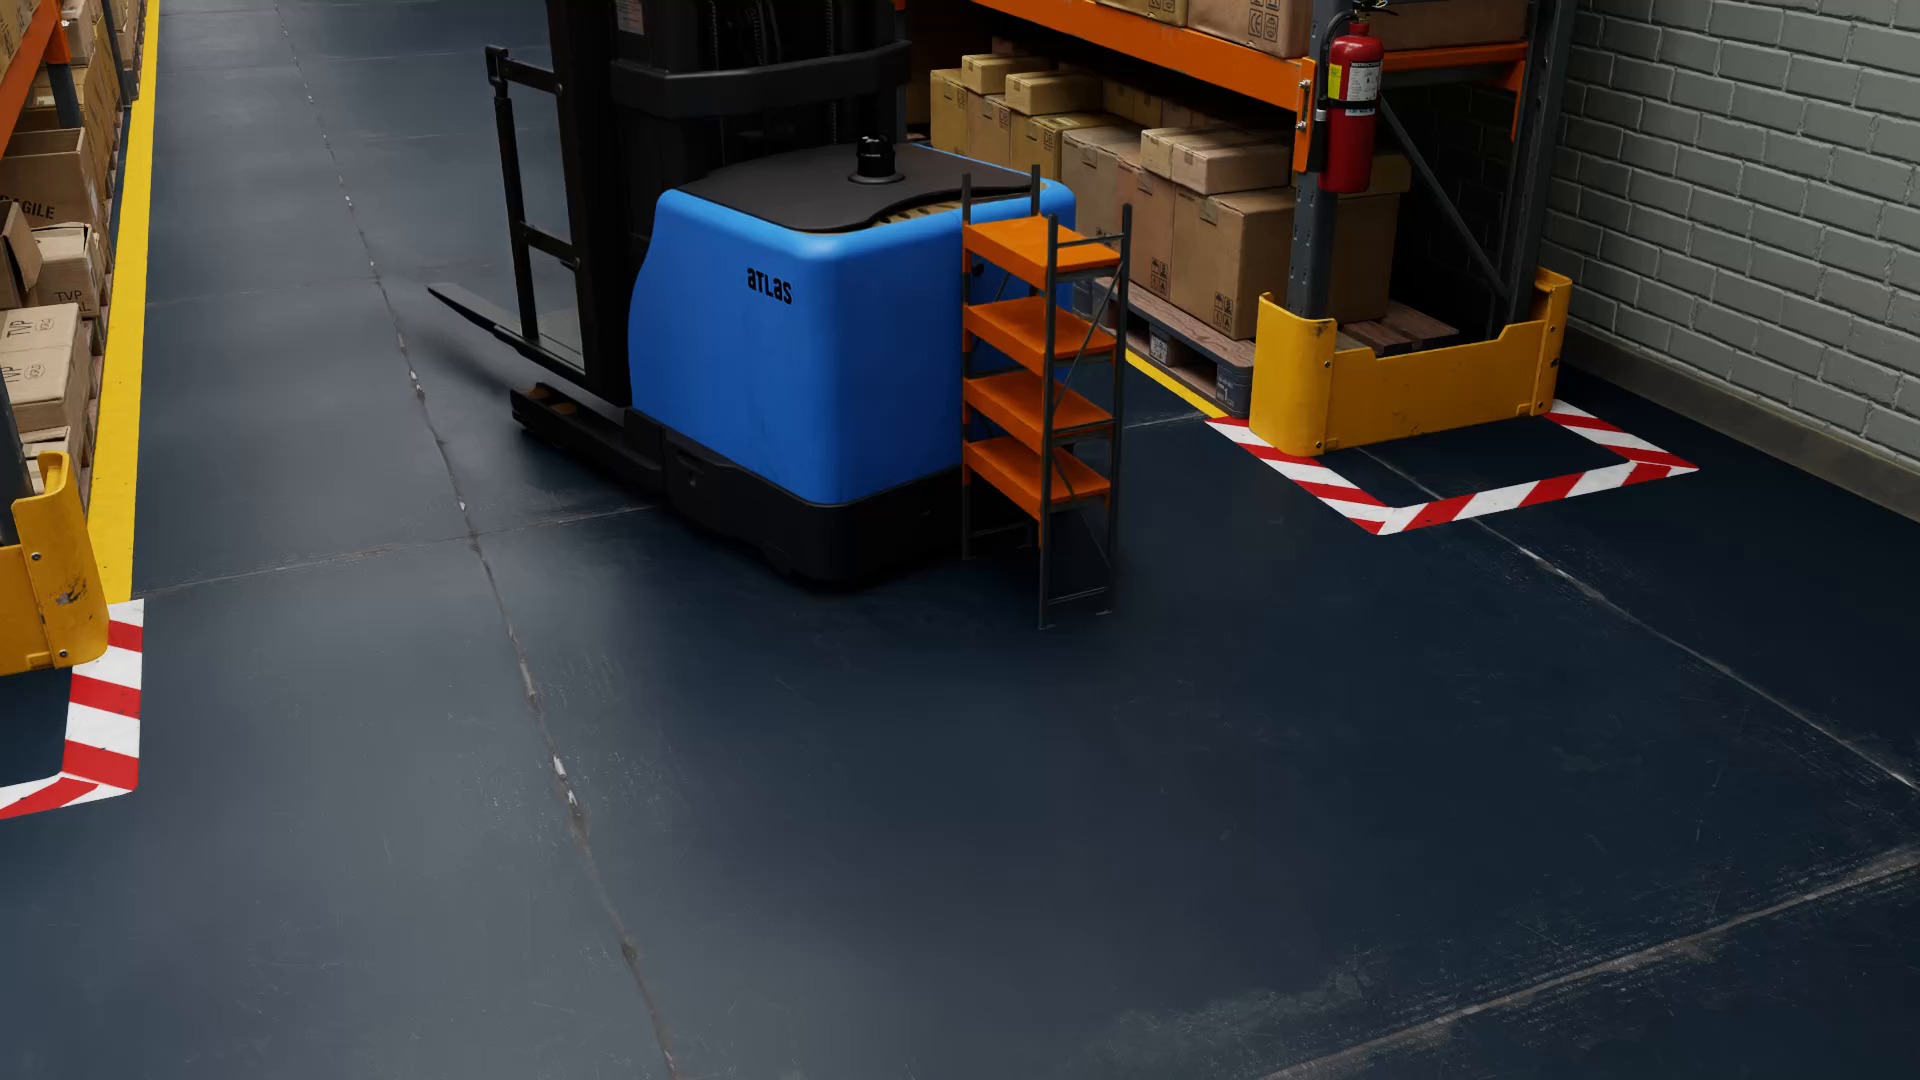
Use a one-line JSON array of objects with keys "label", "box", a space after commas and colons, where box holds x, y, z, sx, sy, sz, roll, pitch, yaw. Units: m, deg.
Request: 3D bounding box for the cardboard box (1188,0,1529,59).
[{"label": "cardboard box", "box": [1.422, -2.148, 5.888, 0.980, 0.700, 0.700, -9, 28, -18]}]

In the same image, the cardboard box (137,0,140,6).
[{"label": "cardboard box", "box": [-7.196, -4.636, 13.982, 0.500, 0.250, 0.500, -11, 28, -21]}]

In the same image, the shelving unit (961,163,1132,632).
[{"label": "shelving unit", "box": [0.225, -0.401, 4.704, 0.258, 1.200, 0.503, -12, 29, -24]}]

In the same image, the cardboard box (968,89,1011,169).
[{"label": "cardboard box", "box": [0.457, -1.966, 8.229, 0.700, 0.500, 0.500, -11, 28, -21]}]

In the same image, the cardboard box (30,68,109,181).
[{"label": "cardboard box", "box": [-4.676, -2.096, 8.472, 0.500, 0.500, 0.500, -10, 28, -20]}]

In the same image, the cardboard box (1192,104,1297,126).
[{"label": "cardboard box", "box": [1.201, -1.721, 6.986, 0.380, 0.149, 0.250, -10, 28, -20]}]

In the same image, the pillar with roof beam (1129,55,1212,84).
[{"label": "pillar with roof beam", "box": [-2.826, -5.246, 5.738, 9.100, 9.000, 0.400, -11, 28, -21]}]

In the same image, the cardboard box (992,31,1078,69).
[{"label": "cardboard box", "box": [0.389, -2.554, 8.693, 0.380, 0.149, 0.250, -11, 28, -21]}]

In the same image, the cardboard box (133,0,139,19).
[{"label": "cardboard box", "box": [-6.799, -4.225, 13.140, 0.500, 0.250, 0.500, -10, 28, -19]}]

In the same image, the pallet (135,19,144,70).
[{"label": "pallet", "box": [-6.819, -3.764, 12.718, 1.003, 0.211, 1.213, -11, 28, -21]}]

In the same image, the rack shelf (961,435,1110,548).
[{"label": "rack shelf", "box": [0.225, -0.162, 4.821, 0.258, 0.148, 0.480, -12, 29, -24]}]

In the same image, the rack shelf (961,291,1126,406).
[{"label": "rack shelf", "box": [0.225, -0.542, 4.635, 0.258, 0.148, 0.480, -12, 29, -24]}]

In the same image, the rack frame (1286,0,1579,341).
[{"label": "rack frame", "box": [1.631, -1.809, 5.536, 1.000, 3.000, 0.127, -11, 28, -21]}]

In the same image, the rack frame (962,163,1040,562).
[{"label": "rack frame", "box": [0.116, -0.497, 4.900, 0.240, 1.200, 0.015, -12, 29, -24]}]

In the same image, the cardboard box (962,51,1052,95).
[{"label": "cardboard box", "box": [0.229, -2.291, 8.156, 0.380, 0.149, 0.250, -10, 28, -19]}]

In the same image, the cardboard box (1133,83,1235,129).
[{"label": "cardboard box", "box": [1.000, -1.927, 7.408, 0.380, 0.149, 0.250, -10, 28, -20]}]

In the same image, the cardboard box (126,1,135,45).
[{"label": "cardboard box", "box": [-6.400, -3.812, 12.295, 0.500, 0.250, 0.500, -11, 28, -22]}]

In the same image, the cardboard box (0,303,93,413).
[{"label": "cardboard box", "box": [-3.269, -0.590, 5.673, 0.500, 0.250, 0.500, -11, 28, -21]}]

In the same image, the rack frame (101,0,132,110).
[{"label": "rack frame", "box": [-6.058, -4.186, 10.404, 1.000, 3.000, 0.127, -11, 28, -21]}]

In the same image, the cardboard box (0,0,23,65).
[{"label": "cardboard box", "box": [-3.452, -1.838, 5.482, 0.500, 0.500, 0.500, -10, 28, -20]}]

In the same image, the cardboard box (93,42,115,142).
[{"label": "cardboard box", "box": [-5.063, -2.503, 9.306, 0.500, 0.500, 0.500, -12, 28, -23]}]

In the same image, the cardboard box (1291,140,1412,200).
[{"label": "cardboard box", "box": [1.498, -1.415, 6.361, 0.380, 0.149, 0.250, -10, 28, -20]}]

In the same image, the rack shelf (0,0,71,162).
[{"label": "rack shelf", "box": [-3.709, -1.440, 5.601, 1.077, 0.370, 4.000, -11, 28, -21]}]

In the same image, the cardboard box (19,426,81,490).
[{"label": "cardboard box", "box": [-2.871, -0.210, 4.989, 0.380, 0.166, 0.250, -11, 28, -21]}]

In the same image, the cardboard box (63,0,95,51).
[{"label": "cardboard box", "box": [-5.046, -2.826, 9.112, 0.500, 0.250, 0.500, -11, 28, -22]}]

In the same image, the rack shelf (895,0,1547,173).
[{"label": "rack shelf", "box": [0.848, -2.293, 7.348, 1.077, 0.370, 4.000, -11, 28, -21]}]

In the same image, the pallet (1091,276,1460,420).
[{"label": "pallet", "box": [1.246, -0.865, 6.781, 1.003, 0.211, 1.213, -11, 28, -21]}]

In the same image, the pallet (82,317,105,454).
[{"label": "pallet", "box": [-3.742, -0.547, 6.130, 1.003, 0.211, 1.213, -11, 28, -21]}]

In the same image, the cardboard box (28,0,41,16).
[{"label": "cardboard box", "box": [-3.857, -2.250, 6.326, 0.500, 0.500, 0.500, -10, 28, -19]}]

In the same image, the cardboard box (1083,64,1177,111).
[{"label": "cardboard box", "box": [0.799, -2.133, 7.831, 0.380, 0.149, 0.250, -10, 28, -20]}]

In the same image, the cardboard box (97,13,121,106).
[{"label": "cardboard box", "box": [-5.476, -2.923, 10.166, 0.500, 0.500, 0.500, -9, 28, -19]}]

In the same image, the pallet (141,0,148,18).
[{"label": "pallet", "box": [-7.898, -4.876, 14.996, 1.003, 0.211, 1.213, -11, 28, -21]}]

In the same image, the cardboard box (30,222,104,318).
[{"label": "cardboard box", "box": [-3.714, -1.076, 6.599, 0.500, 0.311, 0.500, -11, 28, -21]}]

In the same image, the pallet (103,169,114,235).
[{"label": "pallet", "box": [-4.845, -1.640, 8.368, 1.003, 0.211, 1.213, -11, 28, -21]}]

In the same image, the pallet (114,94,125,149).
[{"label": "pallet", "box": [-5.801, -2.625, 10.386, 1.003, 0.211, 1.213, -11, 28, -21]}]

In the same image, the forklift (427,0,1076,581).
[{"label": "forklift", "box": [-0.975, -1.767, 5.528, 1.130, 2.935, 3.031, -21, 33, -36]}]

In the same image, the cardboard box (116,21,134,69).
[{"label": "cardboard box", "box": [-5.993, -3.401, 11.452, 0.500, 0.250, 0.500, -11, 28, -21]}]

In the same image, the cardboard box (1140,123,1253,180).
[{"label": "cardboard box", "box": [0.946, -1.555, 6.647, 0.380, 0.149, 0.250, -10, 28, -19]}]

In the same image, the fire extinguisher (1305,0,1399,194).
[{"label": "fire extinguisher", "box": [1.266, -1.466, 5.348, 0.296, 0.674, 0.183, -11, 28, -21]}]

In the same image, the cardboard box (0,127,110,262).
[{"label": "cardboard box", "box": [-4.008, -1.464, 7.178, 0.500, 0.500, 0.500, -11, 28, -21]}]

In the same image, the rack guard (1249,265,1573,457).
[{"label": "rack guard", "box": [1.641, -0.676, 6.065, 1.175, 0.500, 0.348, -11, 28, -21]}]

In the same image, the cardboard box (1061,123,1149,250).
[{"label": "cardboard box", "box": [0.871, -1.545, 7.365, 0.700, 0.500, 0.500, -12, 28, -22]}]

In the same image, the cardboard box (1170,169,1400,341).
[{"label": "cardboard box", "box": [1.265, -1.140, 6.536, 0.700, 0.500, 0.500, -11, 28, -21]}]

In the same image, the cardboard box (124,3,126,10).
[{"label": "cardboard box", "box": [-6.207, -3.863, 11.760, 0.500, 0.311, 0.500, -11, 28, -22]}]
